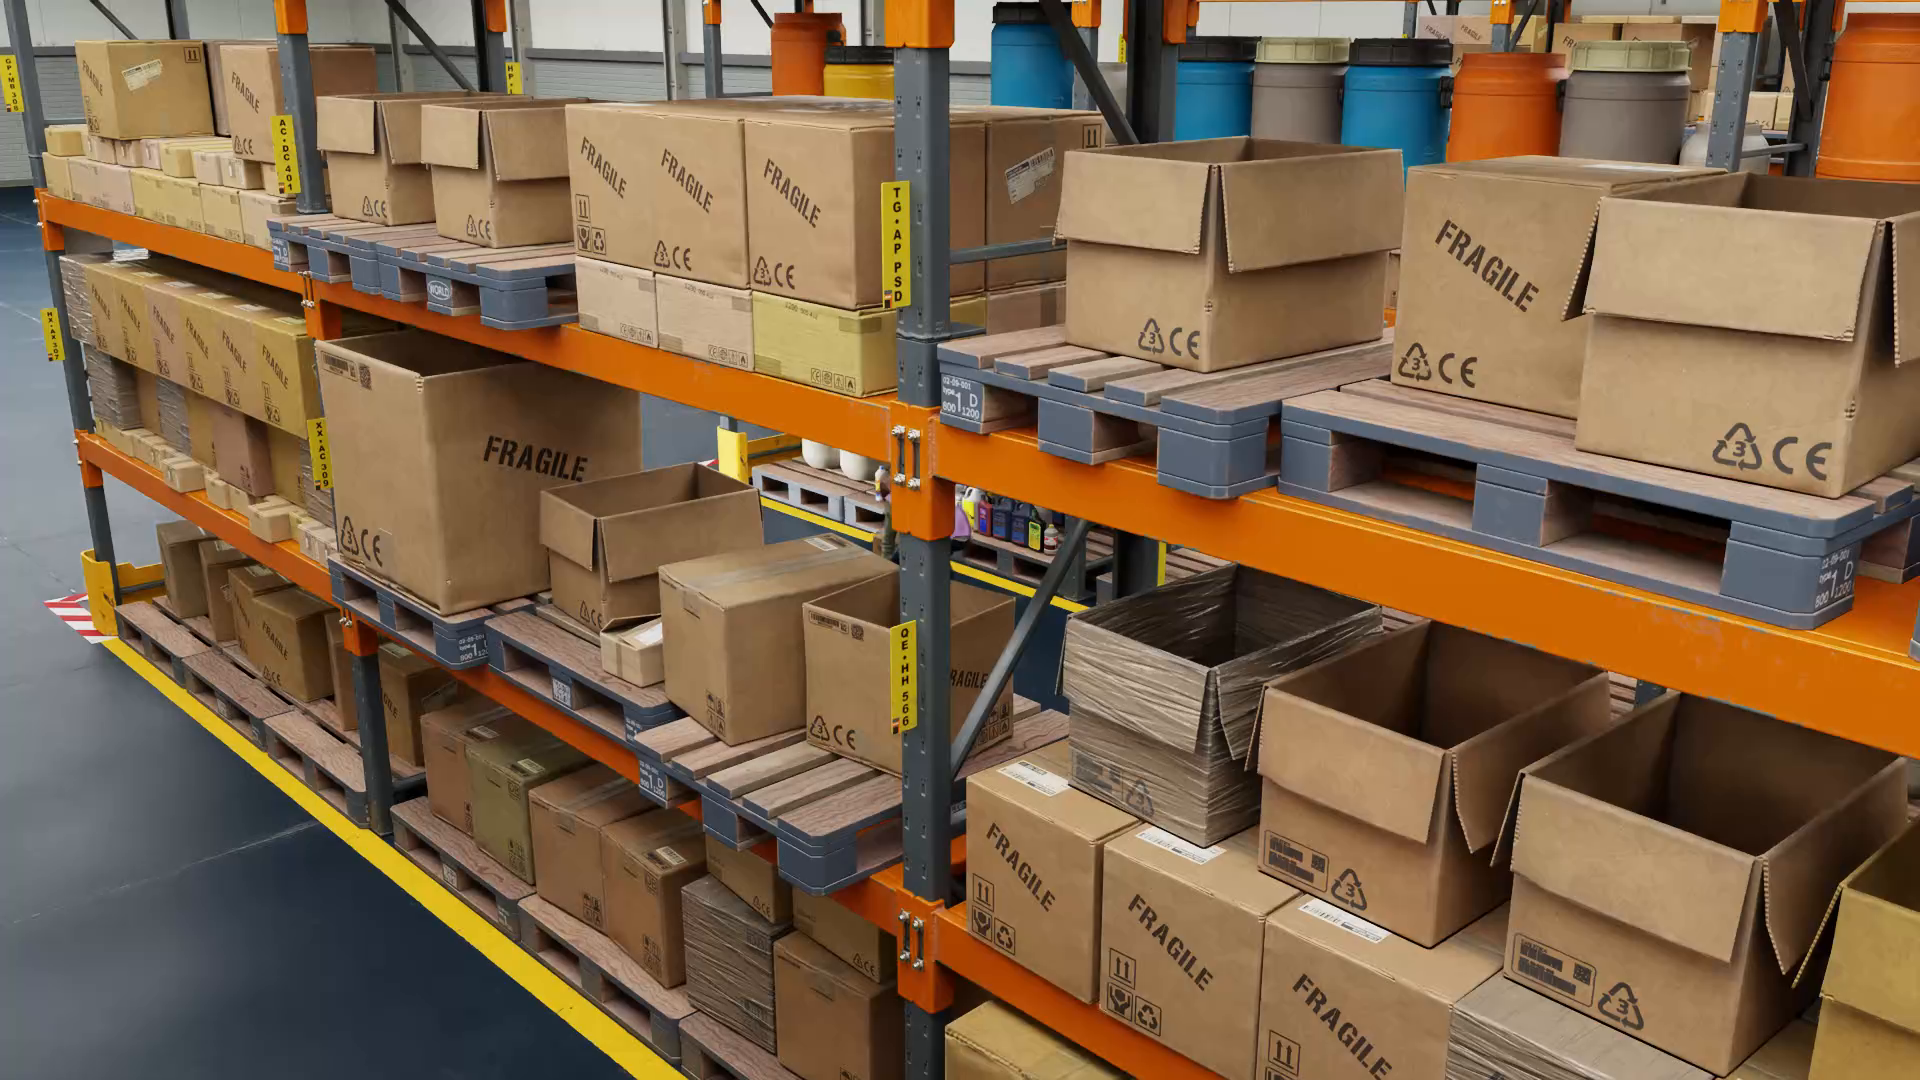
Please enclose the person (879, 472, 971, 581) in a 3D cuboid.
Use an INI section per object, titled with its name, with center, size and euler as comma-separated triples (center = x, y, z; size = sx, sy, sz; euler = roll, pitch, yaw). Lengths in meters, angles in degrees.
[person]
center = -0.259, 0.064, 10.989
size = 0.423, 0.918, 0.847
euler = -11, 21, -32
